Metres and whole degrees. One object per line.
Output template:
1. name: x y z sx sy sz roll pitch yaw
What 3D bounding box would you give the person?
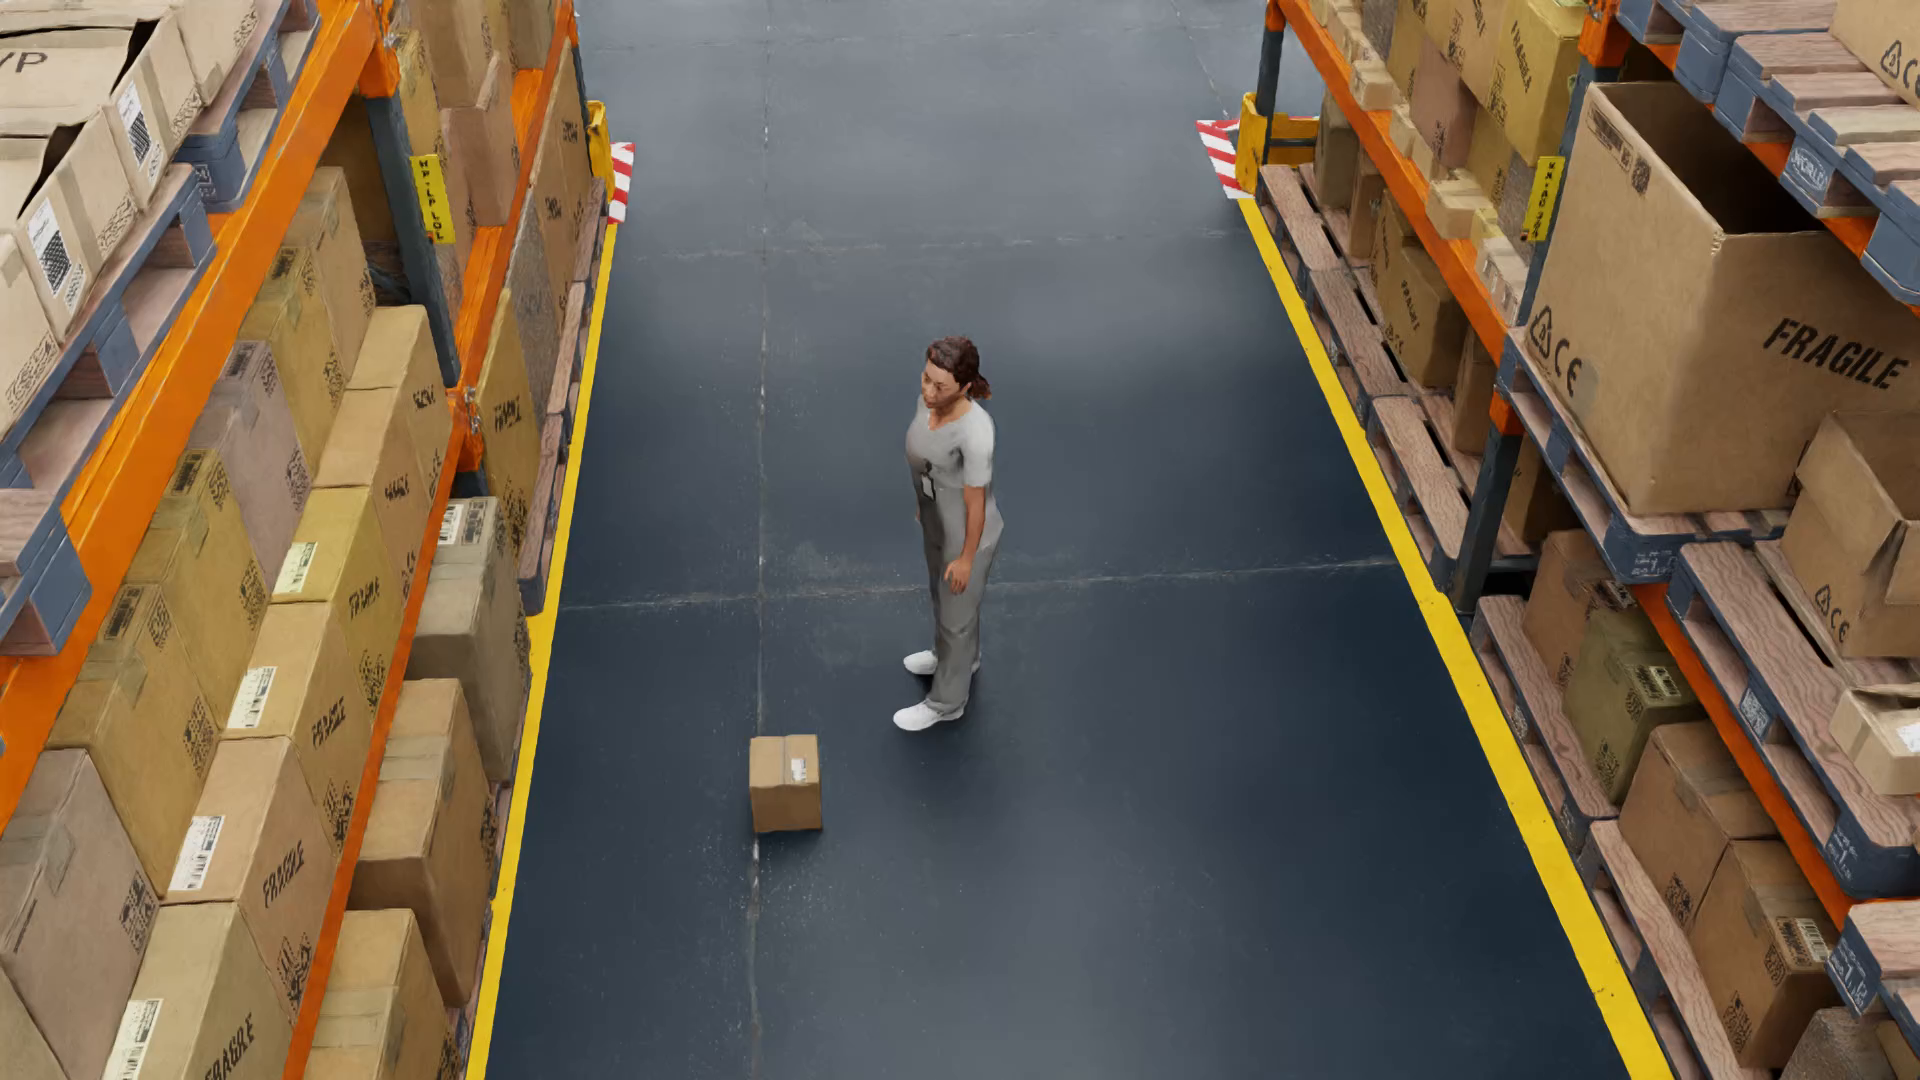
1. person: -0.099 -0.021 6.151 0.493 1.673 0.507 -20 43 -23
